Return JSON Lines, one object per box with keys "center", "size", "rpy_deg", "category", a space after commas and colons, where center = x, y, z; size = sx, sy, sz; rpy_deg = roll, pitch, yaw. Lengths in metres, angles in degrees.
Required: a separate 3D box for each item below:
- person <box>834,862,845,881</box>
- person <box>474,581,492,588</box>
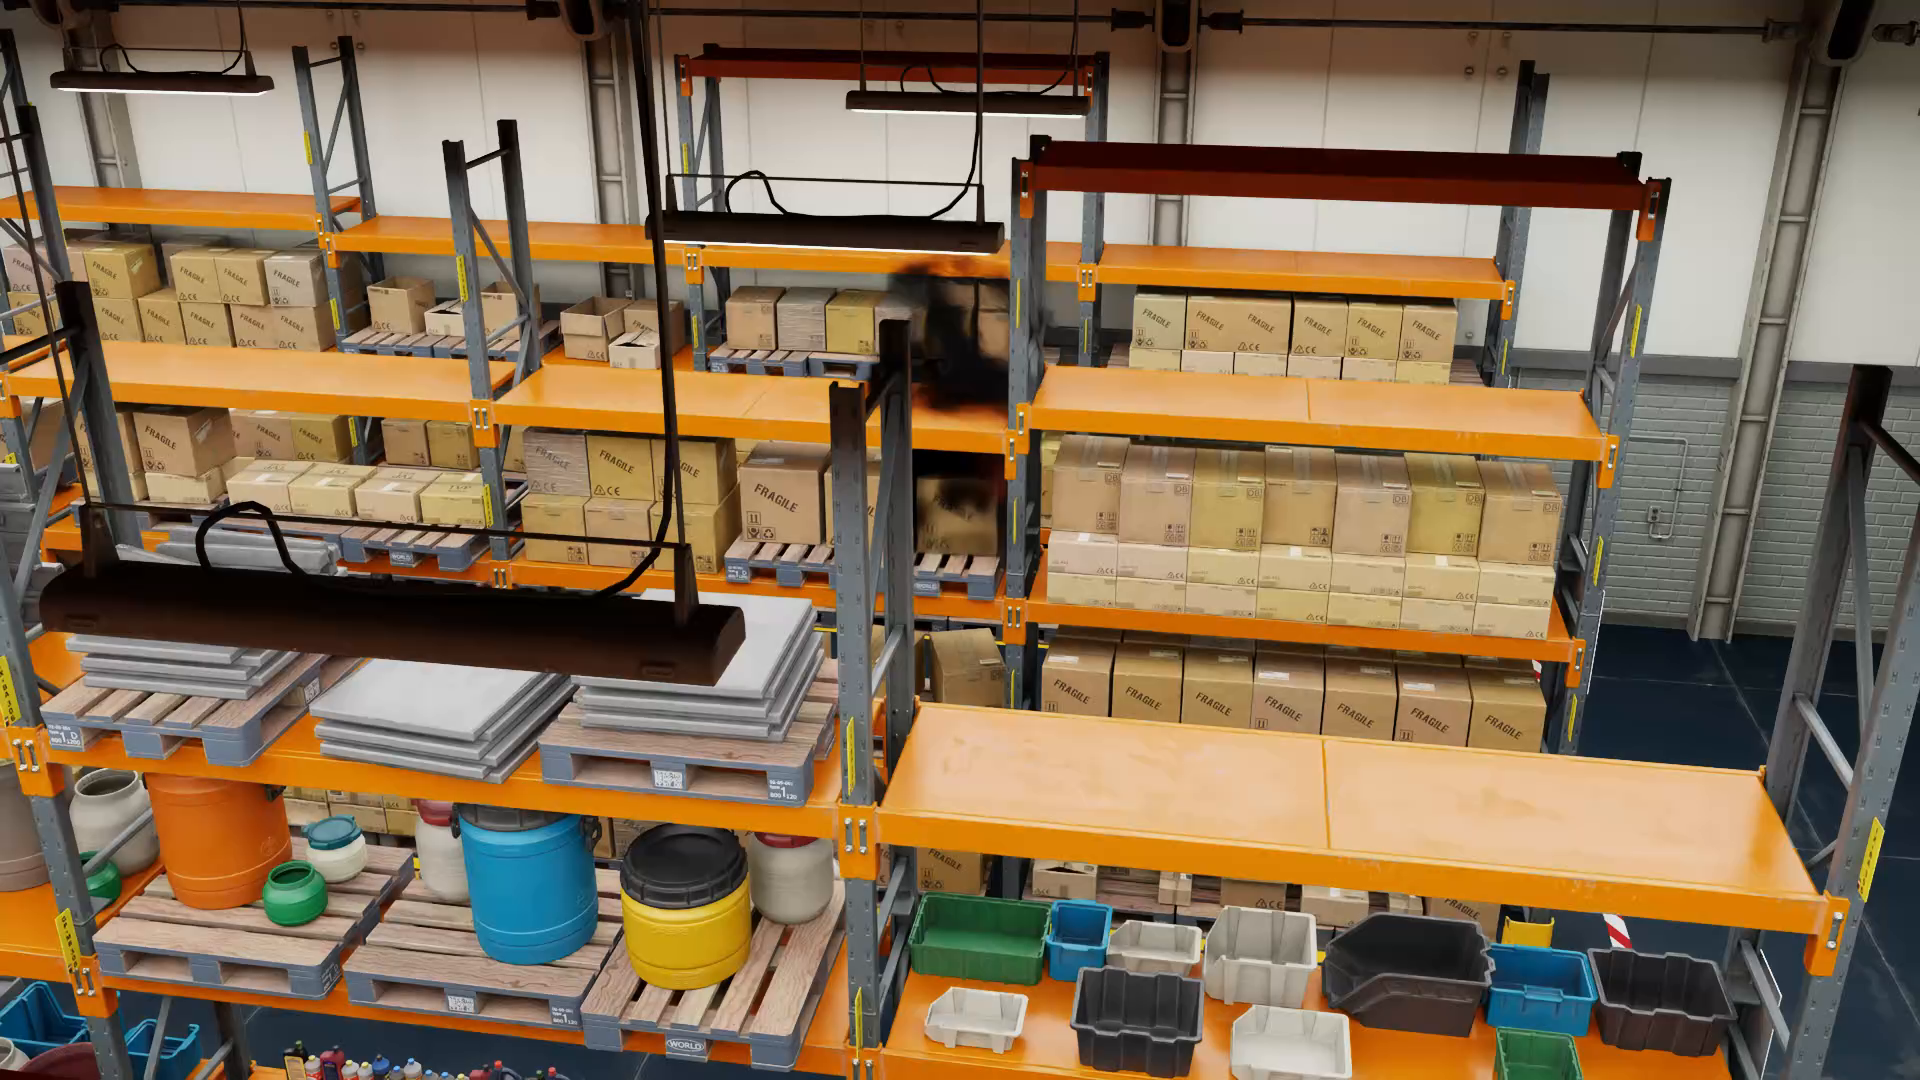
{"center": [-1.074, 2.835, 11.431], "size": [0.828, 1.846, 0.669], "rpy_deg": [-1, 23, -2], "category": "person"}
{"center": [-4.321, 1.135, 15.429], "size": [0.966, 1.738, 0.659], "rpy_deg": [1, 23, 1], "category": "person"}
